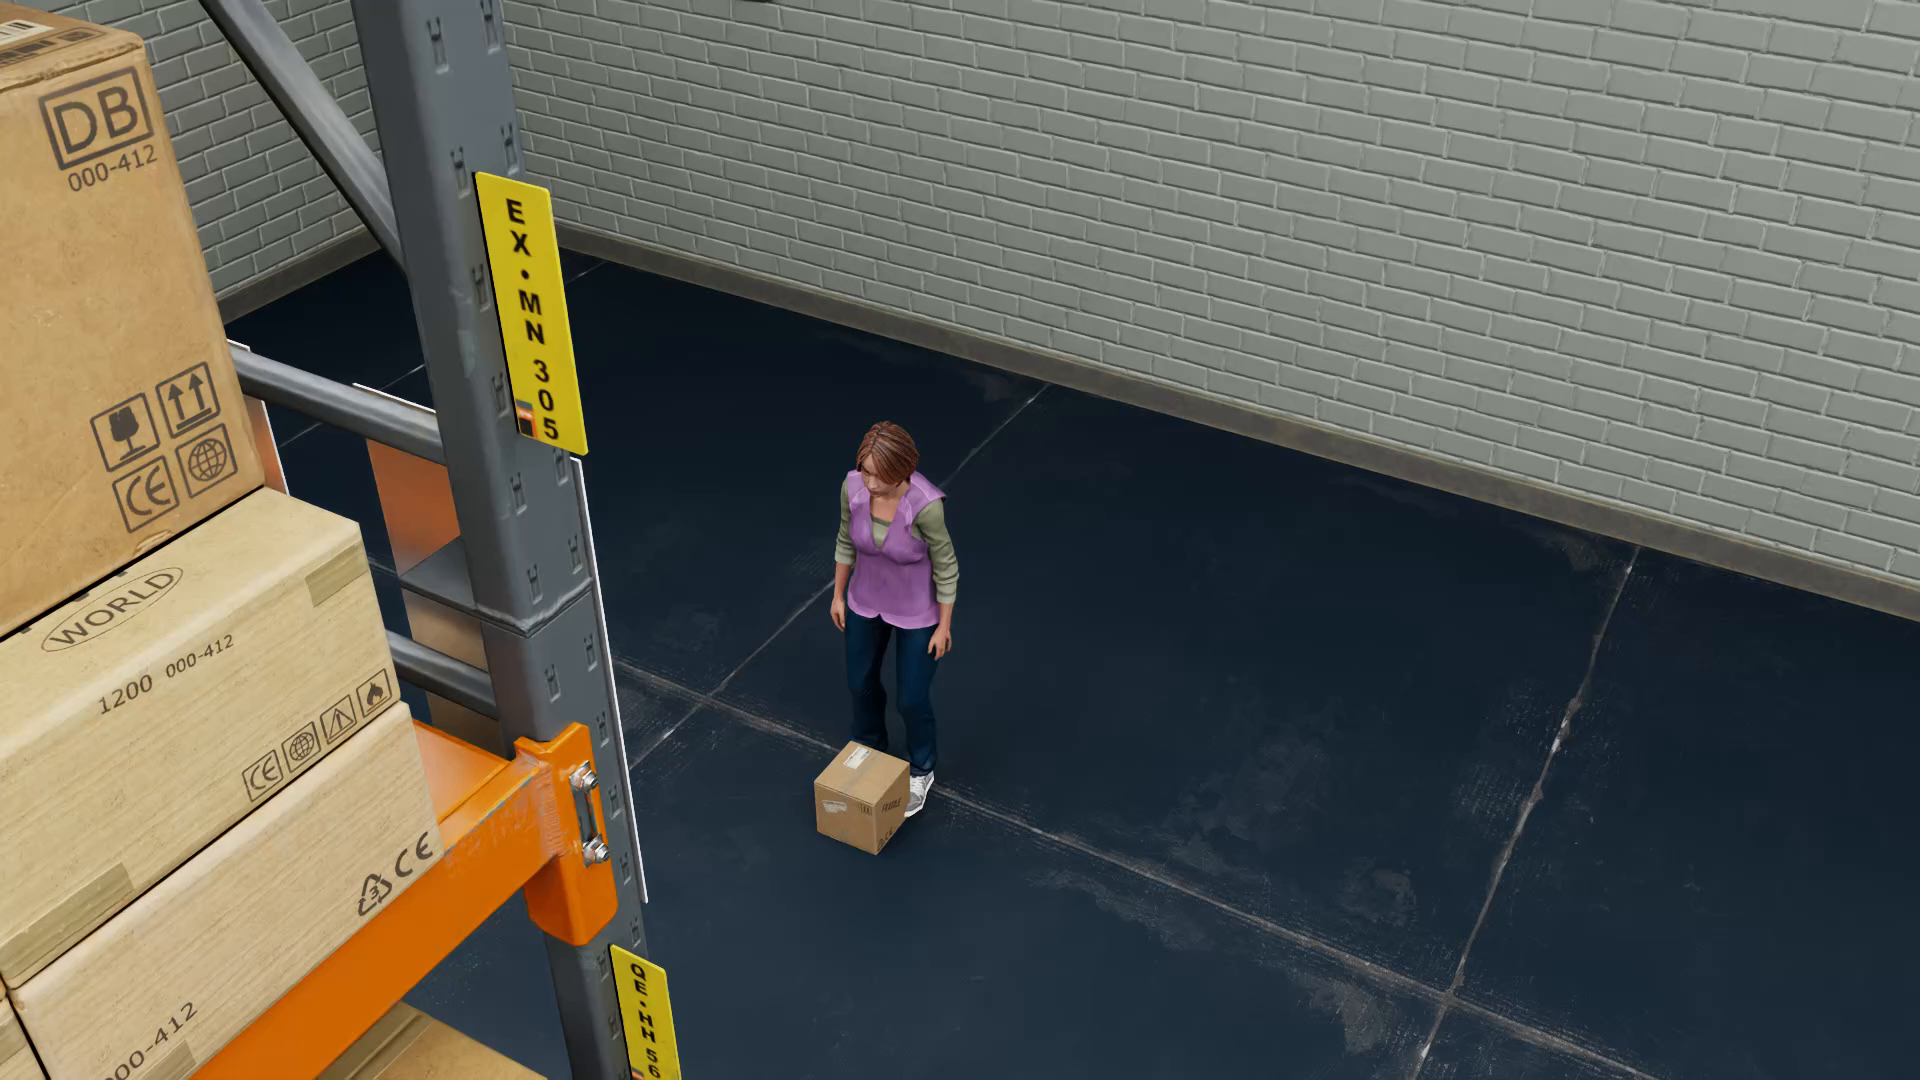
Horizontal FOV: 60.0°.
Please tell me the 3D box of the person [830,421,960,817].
[{"bbox_3d":[-0.236,0.257,5.782,0.482,1.591,0.347,16,38,21],"label":"person"}]
